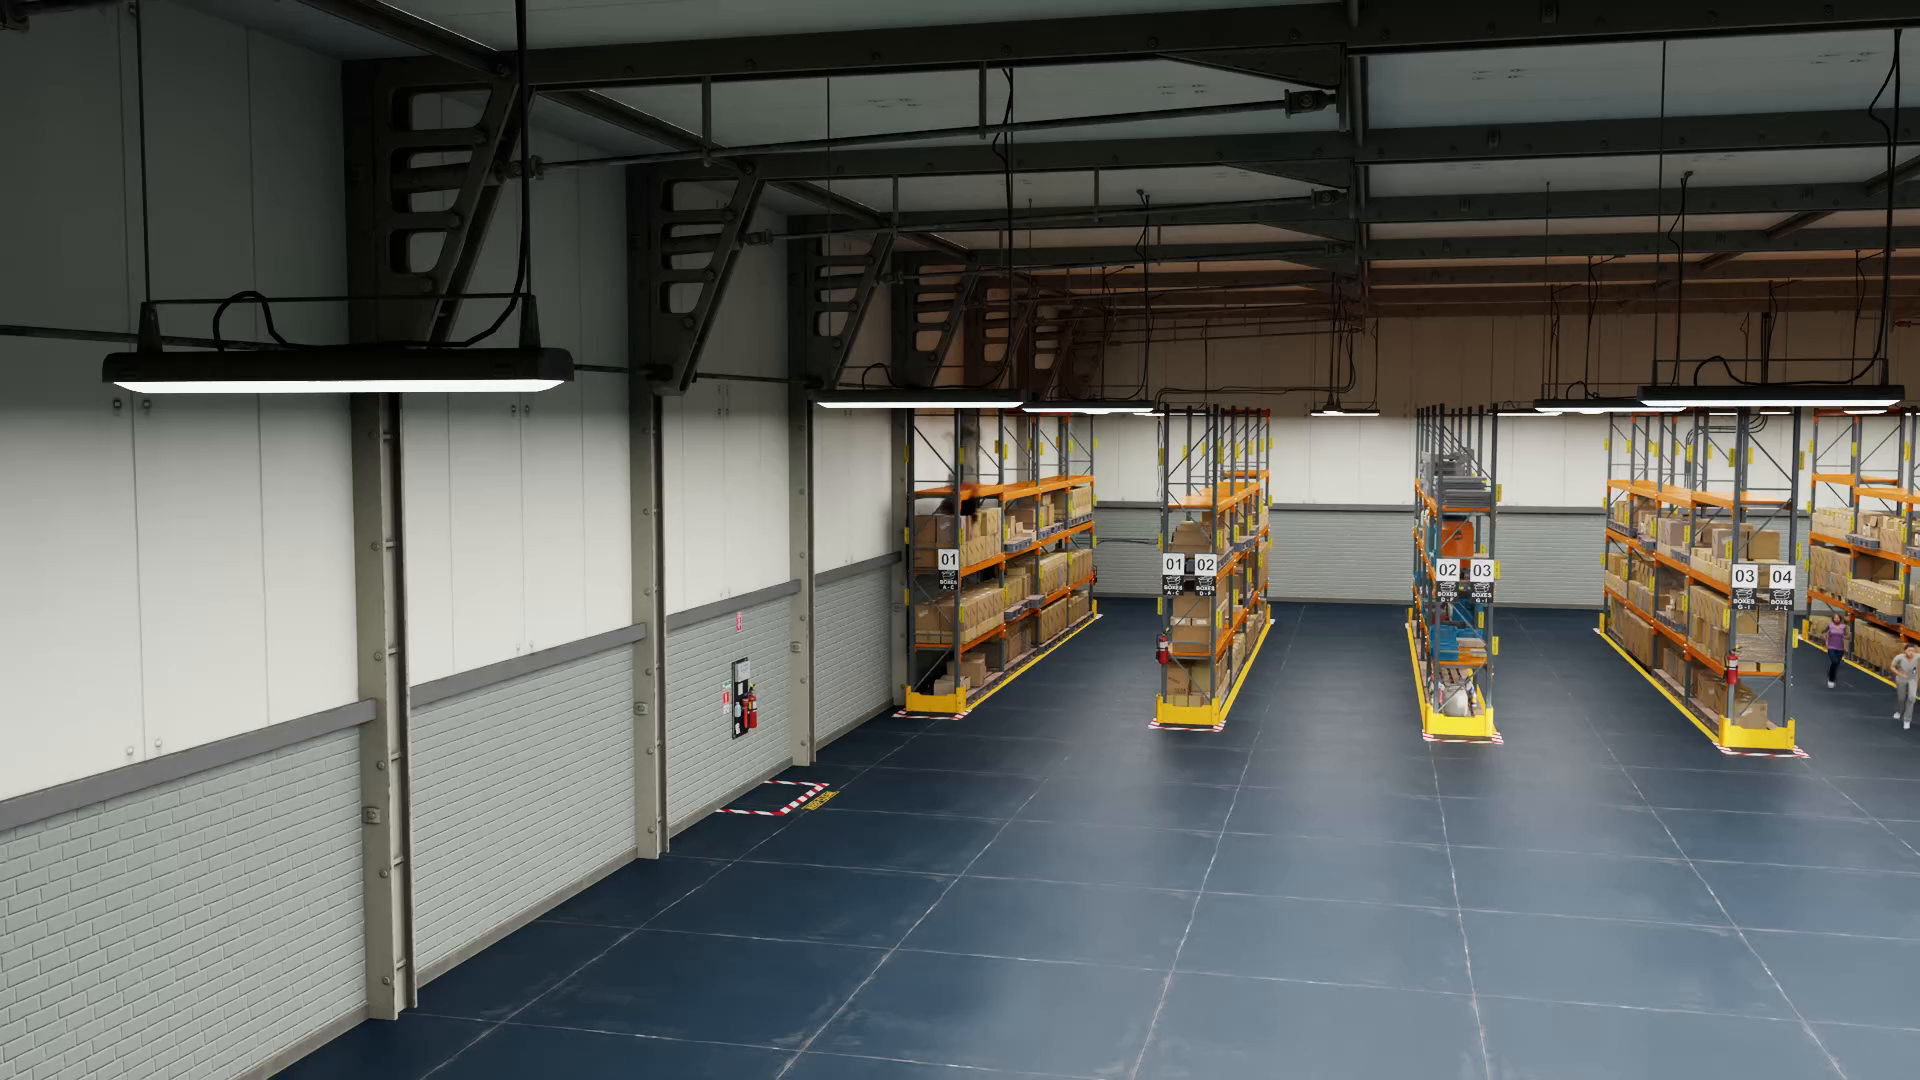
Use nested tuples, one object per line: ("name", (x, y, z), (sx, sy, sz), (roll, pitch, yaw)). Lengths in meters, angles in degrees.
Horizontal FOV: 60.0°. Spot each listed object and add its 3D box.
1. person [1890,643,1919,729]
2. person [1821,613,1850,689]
("person", (17.692, 2.689, 31.110), (0.606, 1.623, 0.964), (1, 4, 18))
("person", (18.652, 2.361, 35.406), (0.506, 1.638, 0.697), (1, 4, 12))
